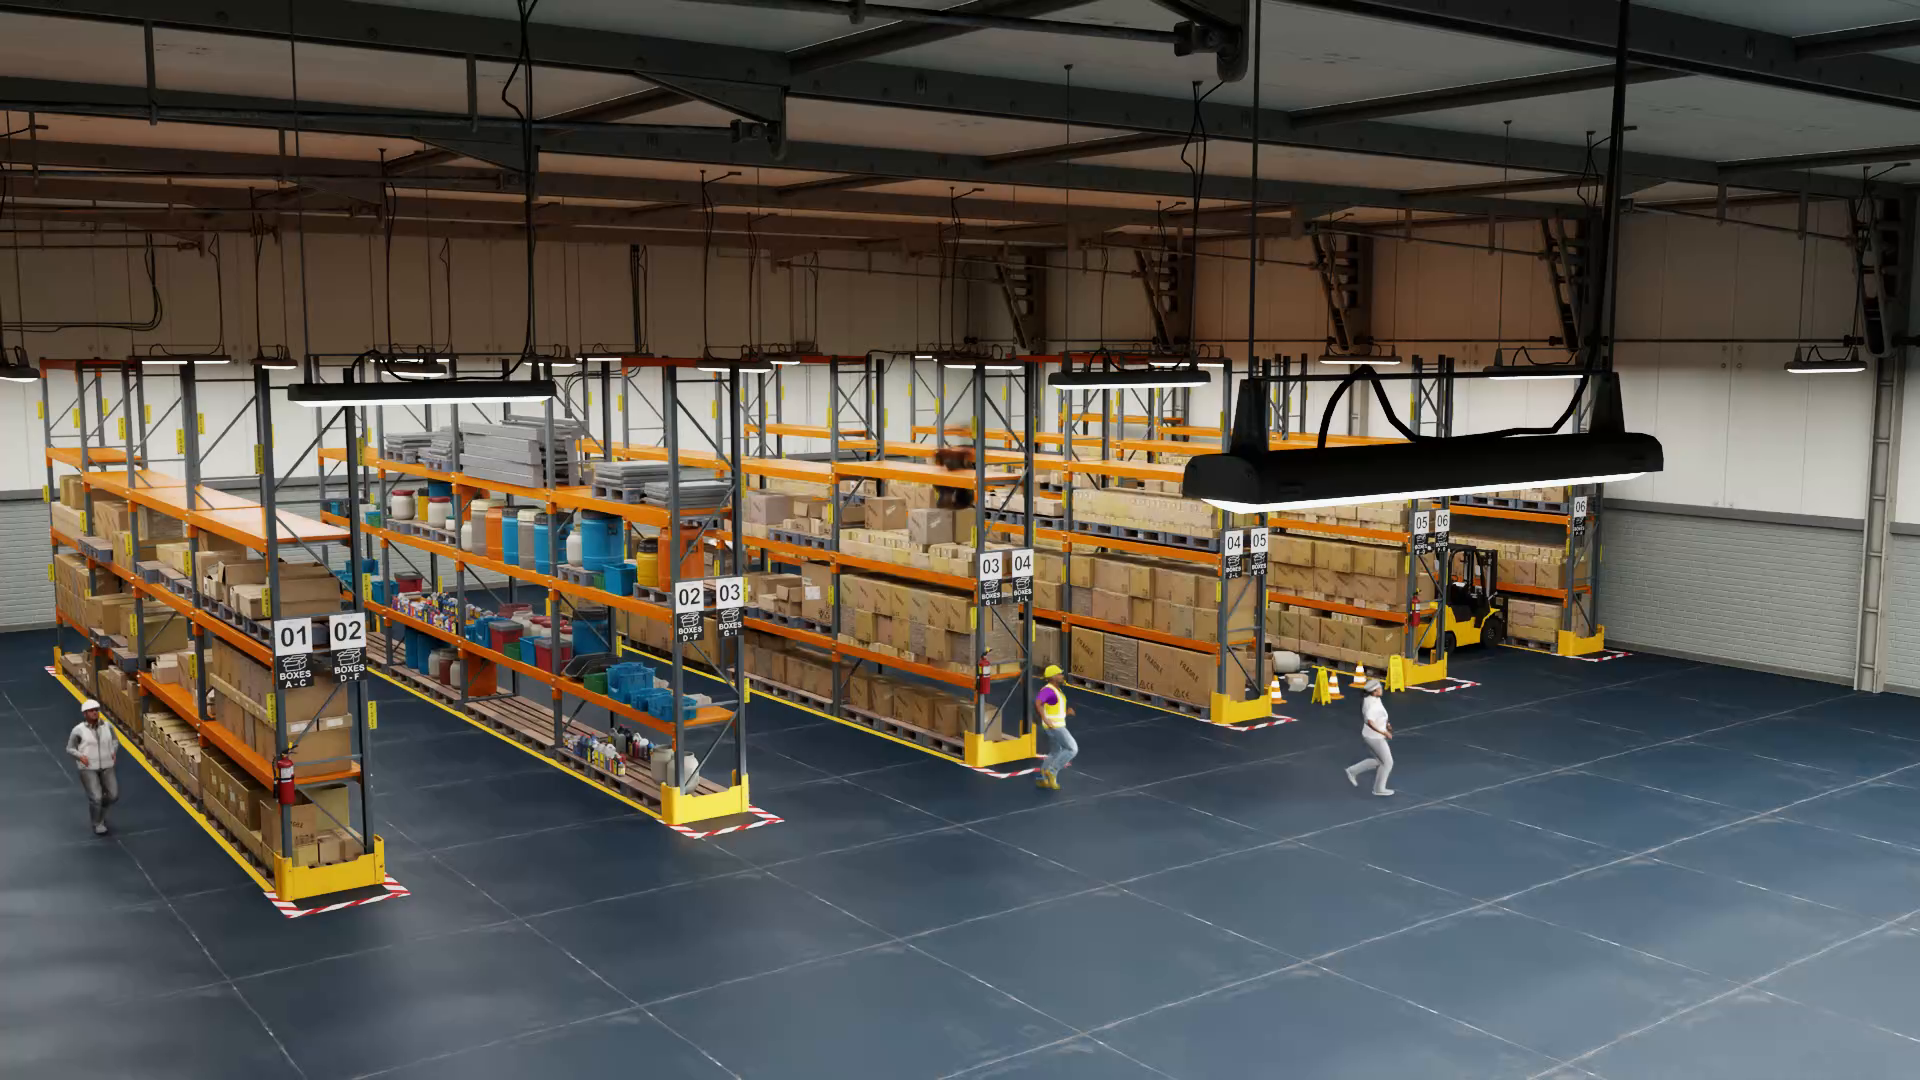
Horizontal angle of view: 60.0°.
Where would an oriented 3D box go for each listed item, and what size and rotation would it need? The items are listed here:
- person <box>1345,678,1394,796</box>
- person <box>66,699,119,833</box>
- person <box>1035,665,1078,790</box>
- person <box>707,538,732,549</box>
[{"bbox_3d":[5.732,2.735,23.151,0.666,1.653,0.579,0,7,2],"label":"person"},{"bbox_3d":[-11.117,2.910,21.412,0.656,1.722,0.603,-7,10,-44],"label":"person"},{"bbox_3d":[1.352,2.645,23.605,0.617,1.733,0.716,0,7,0],"label":"person"},{"bbox_3d":[-5.952,0.594,40.599,0.760,1.784,0.836,3,8,26],"label":"person"}]
